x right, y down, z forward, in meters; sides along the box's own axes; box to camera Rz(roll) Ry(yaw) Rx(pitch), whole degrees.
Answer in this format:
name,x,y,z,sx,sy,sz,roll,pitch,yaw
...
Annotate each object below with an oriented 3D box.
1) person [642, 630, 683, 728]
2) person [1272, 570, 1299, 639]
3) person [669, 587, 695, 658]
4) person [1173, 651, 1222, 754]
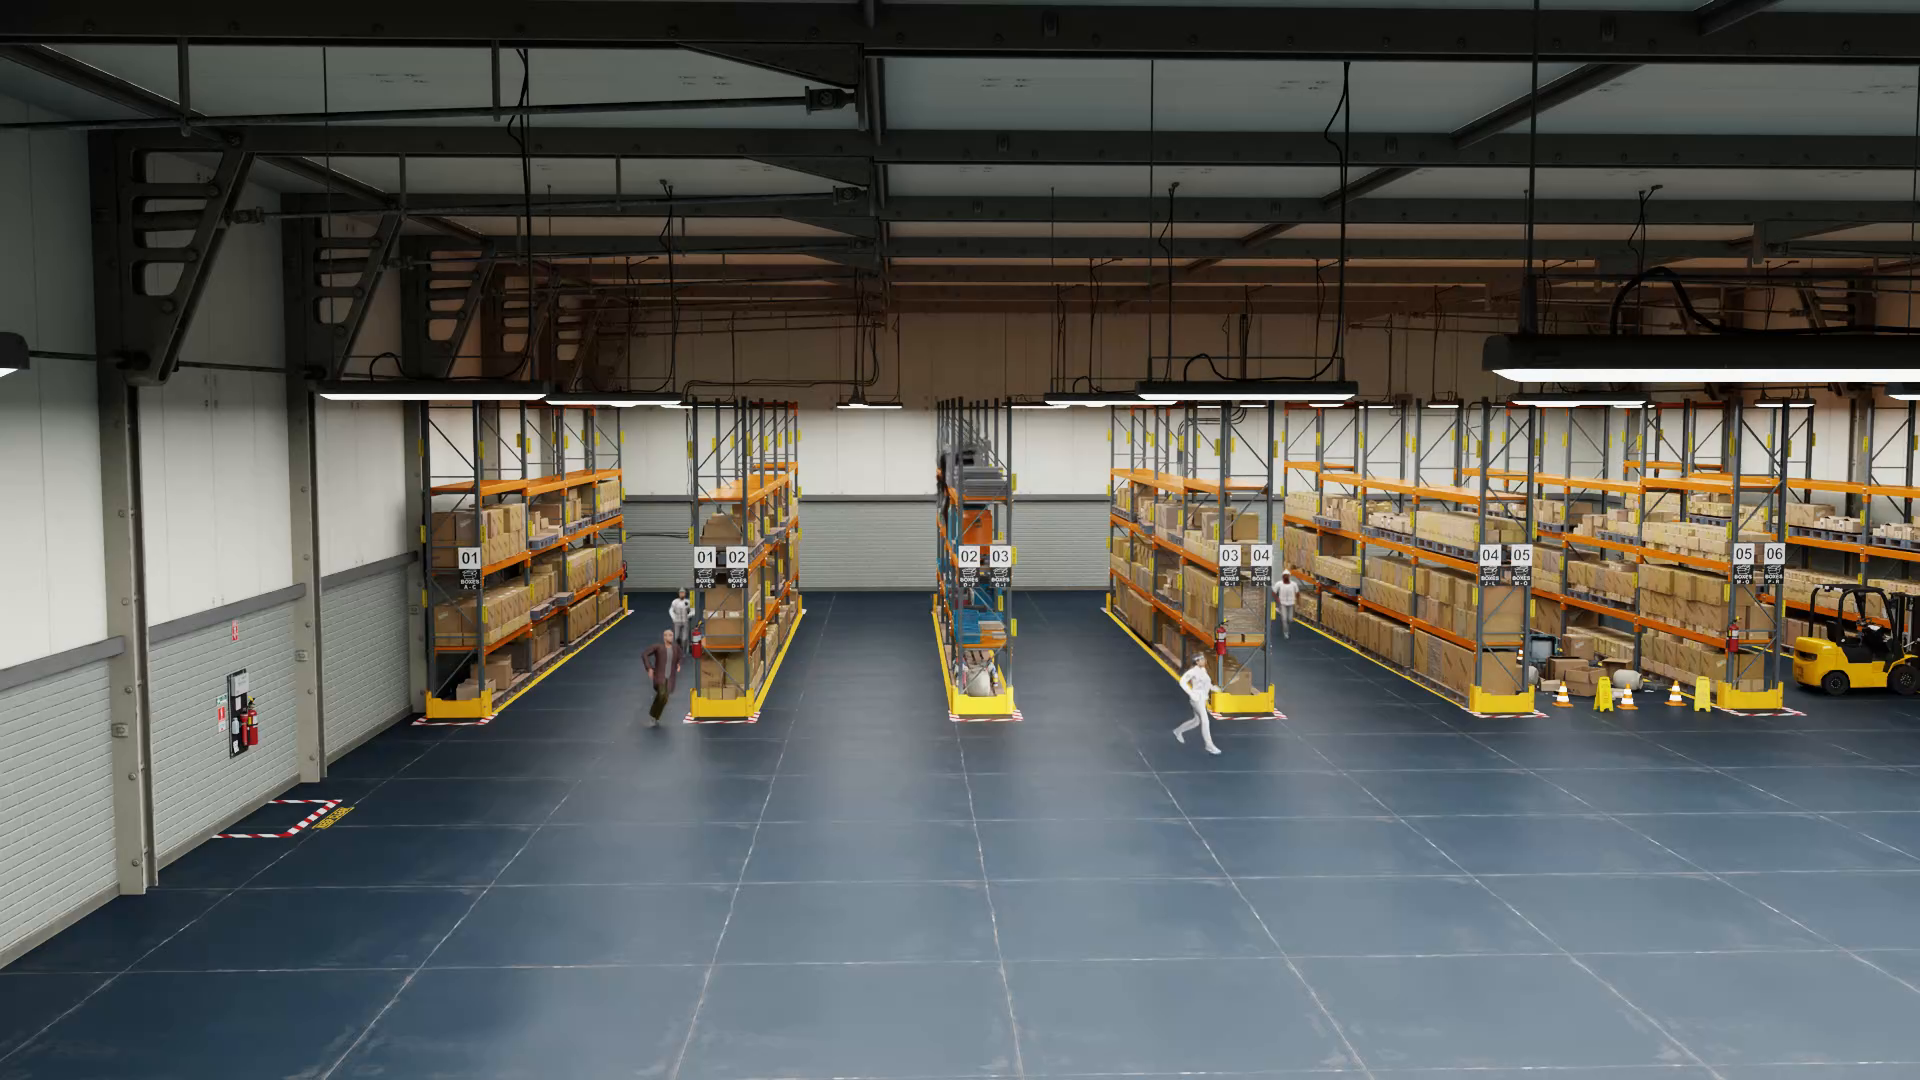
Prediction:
name,x,y,z,sx,sy,sz,roll,pitch,yaw
person,-5.382,2.513,30.368,0.770,1.726,0.616,-3,5,-31
person,8.253,1.617,42.135,0.701,1.726,0.641,0,4,2
person,-6.457,1.912,38.593,0.609,1.652,0.555,0,4,-3
person,3.996,2.714,28.014,0.921,1.705,0.616,3,5,32
